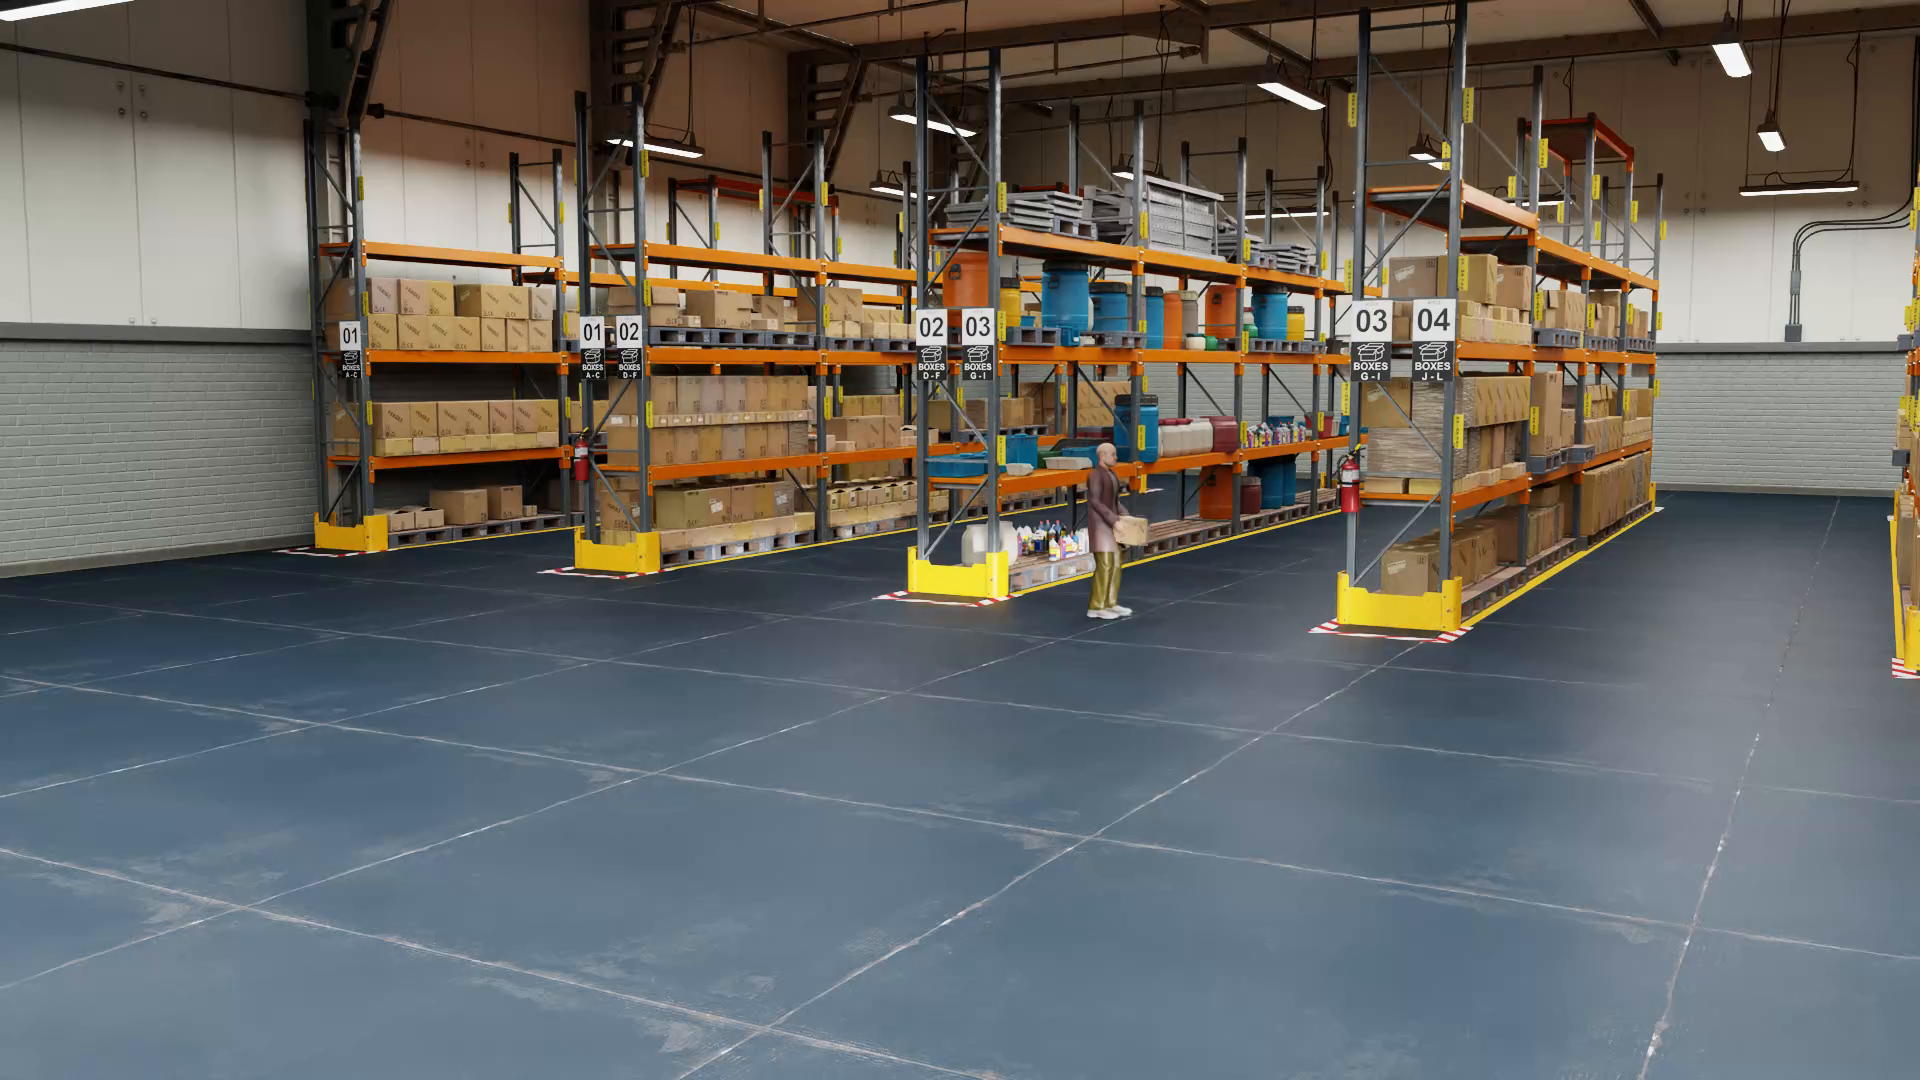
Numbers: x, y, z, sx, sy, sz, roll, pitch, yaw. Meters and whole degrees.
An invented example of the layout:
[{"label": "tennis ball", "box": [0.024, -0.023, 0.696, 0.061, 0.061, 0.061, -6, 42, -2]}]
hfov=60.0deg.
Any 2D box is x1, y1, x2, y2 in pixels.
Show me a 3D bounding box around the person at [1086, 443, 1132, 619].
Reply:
[{"label": "person", "box": [1.549, -0.102, 17.026, 0.479, 1.782, 0.572, 3, 7, 28]}]
